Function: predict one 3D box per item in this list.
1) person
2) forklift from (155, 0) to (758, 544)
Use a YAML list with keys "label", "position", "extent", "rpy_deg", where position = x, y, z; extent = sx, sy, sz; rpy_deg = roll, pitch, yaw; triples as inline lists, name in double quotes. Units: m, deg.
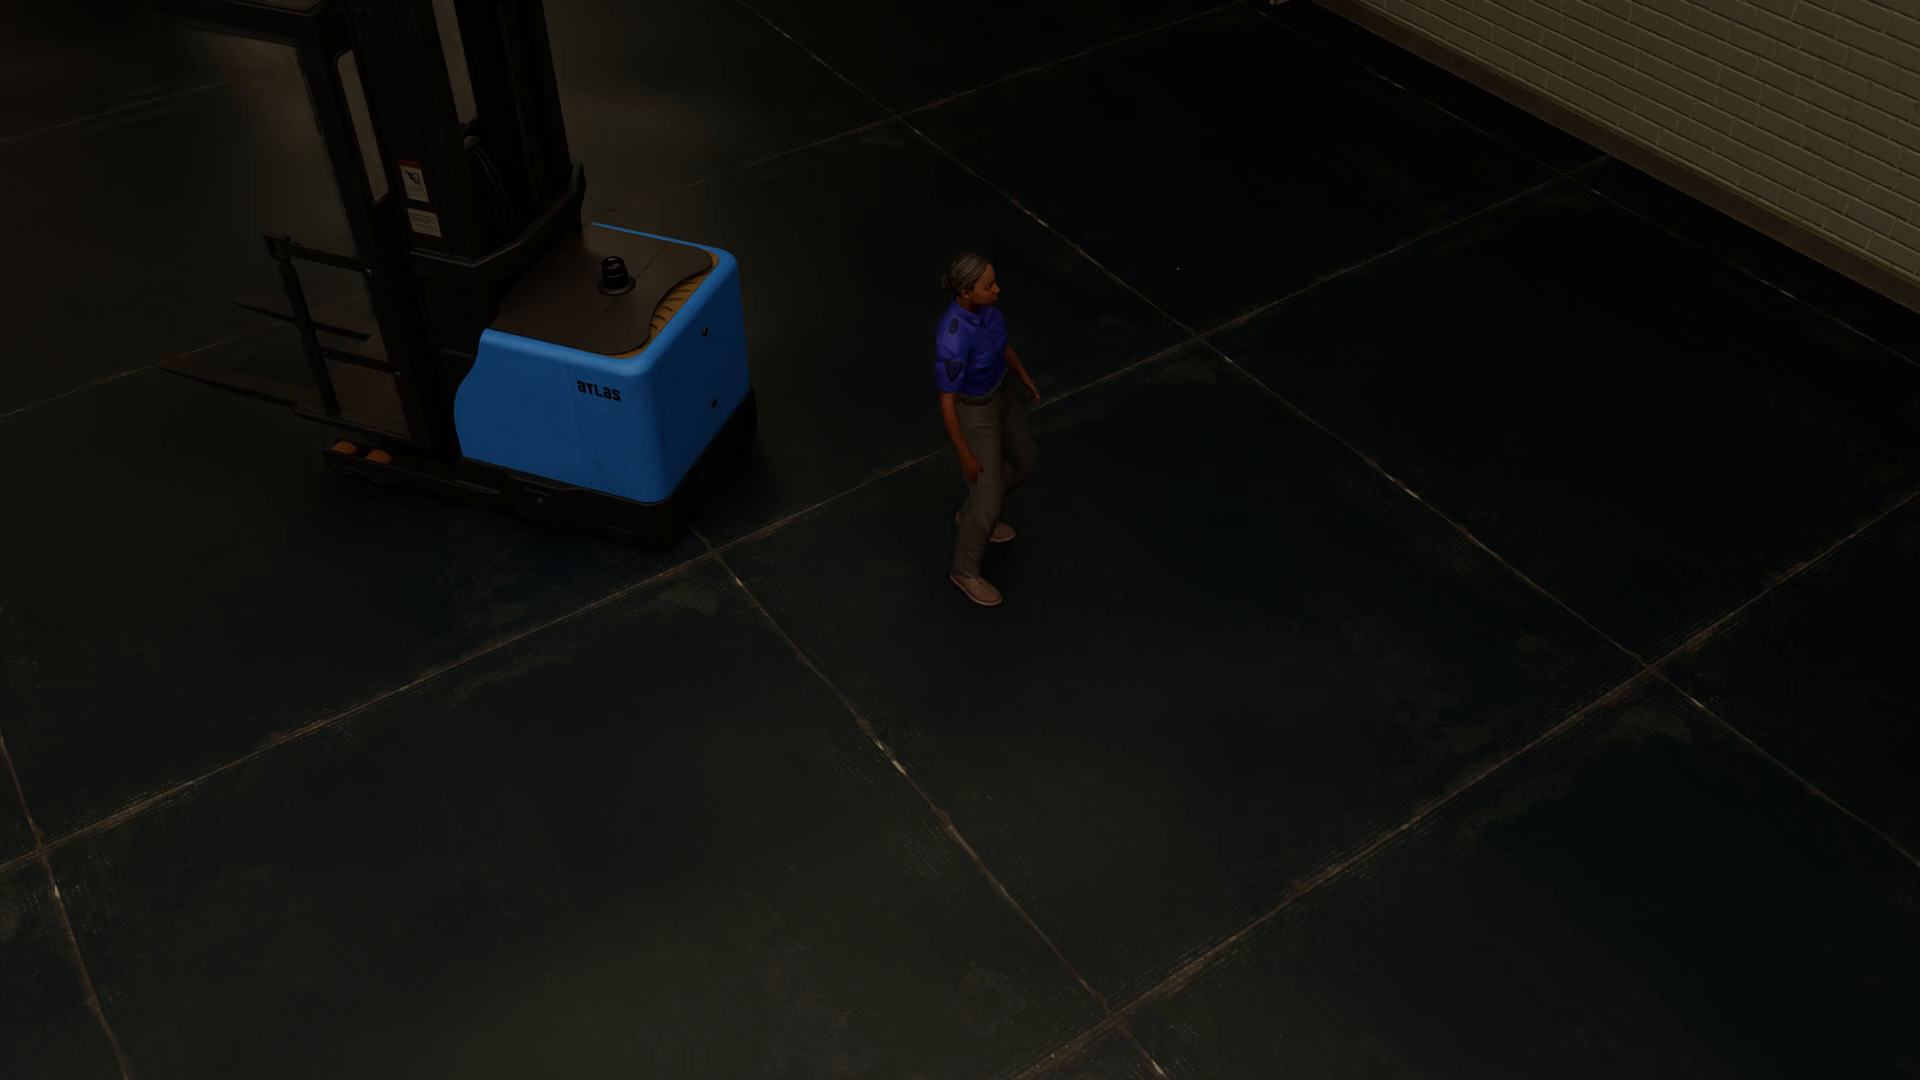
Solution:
- label: "person"
  position: [0.112, -0.532, 7.276]
  extent: [0.449, 1.601, 0.671]
  rpy_deg: [19, 46, 19]
- label: "forklift"
  position: [-2.595, -1.675, 7.534]
  extent: [3.031, 2.935, 1.130]
  rpy_deg: [14, 44, 15]
